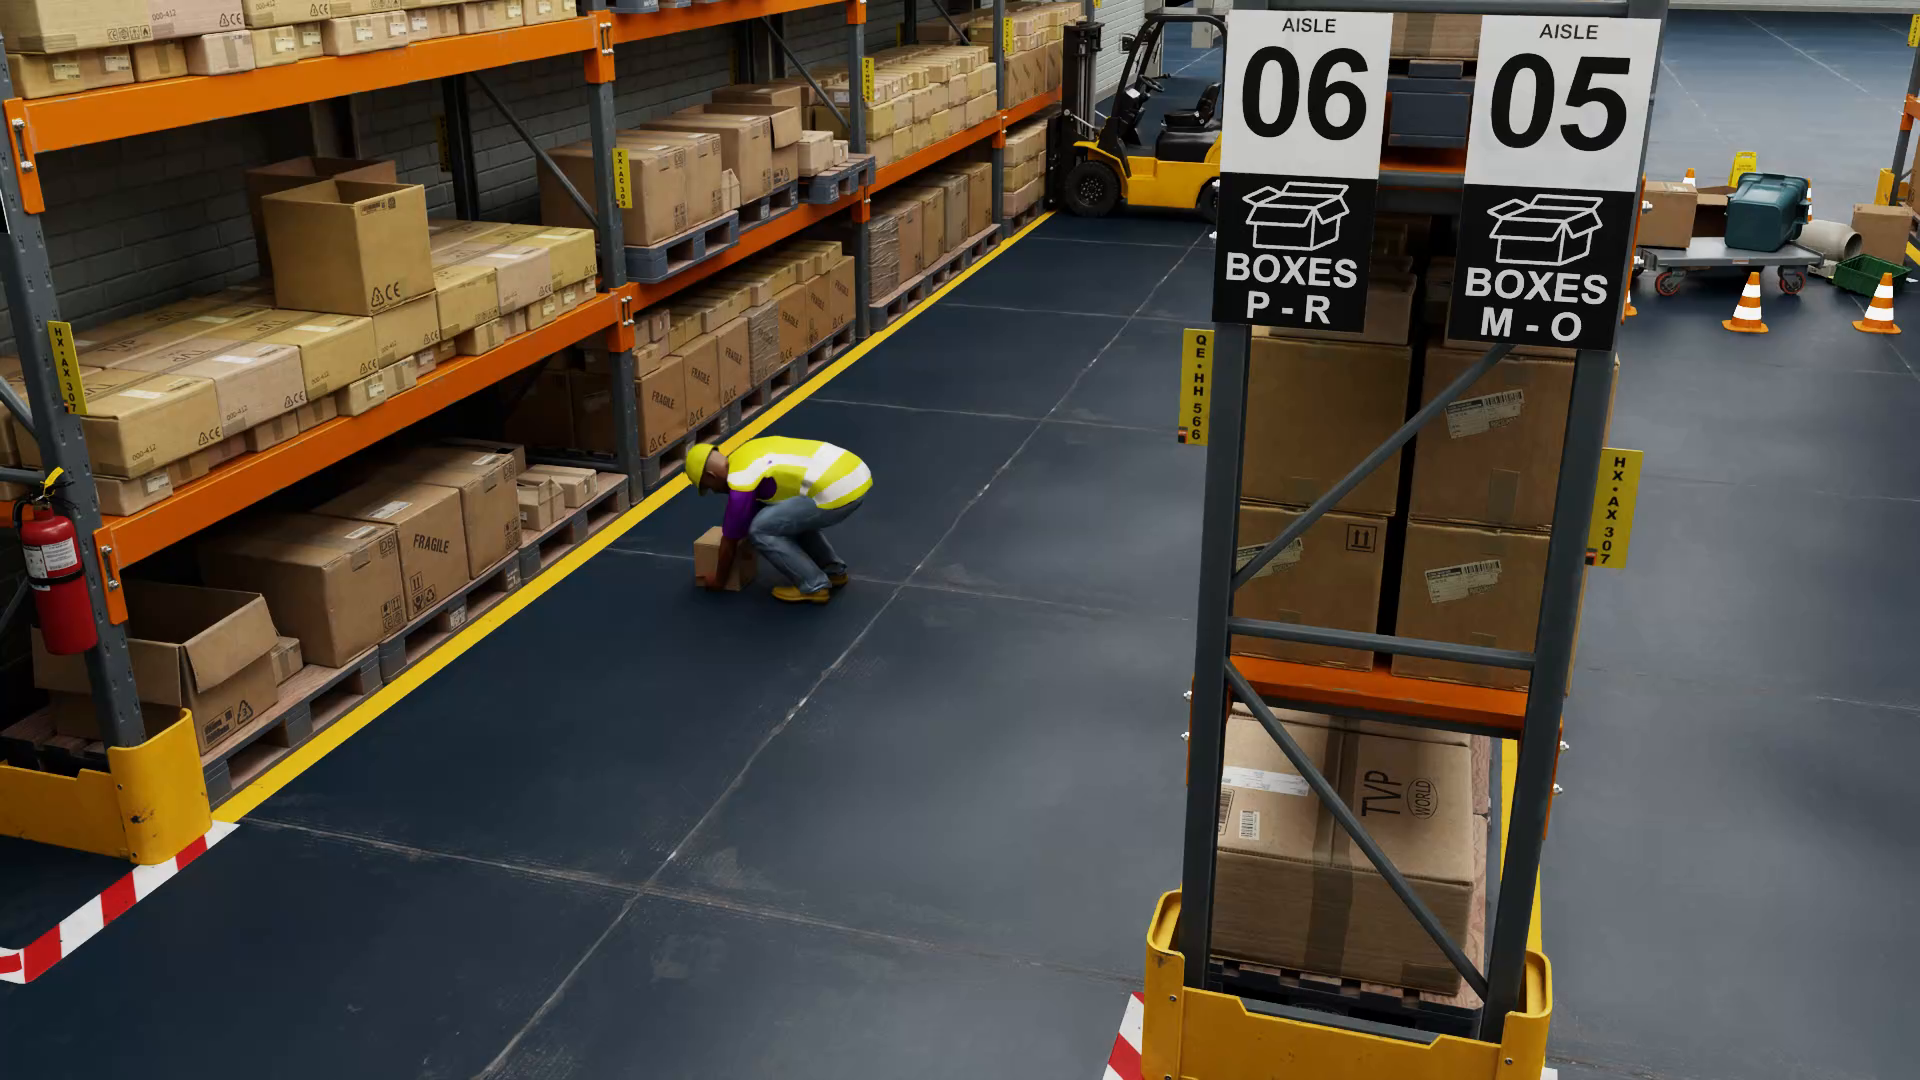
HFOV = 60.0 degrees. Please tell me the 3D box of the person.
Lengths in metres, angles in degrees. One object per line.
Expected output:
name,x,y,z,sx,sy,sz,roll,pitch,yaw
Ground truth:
person,-0.951,-0.131,8.649,0.980,0.862,0.517,6,22,14
